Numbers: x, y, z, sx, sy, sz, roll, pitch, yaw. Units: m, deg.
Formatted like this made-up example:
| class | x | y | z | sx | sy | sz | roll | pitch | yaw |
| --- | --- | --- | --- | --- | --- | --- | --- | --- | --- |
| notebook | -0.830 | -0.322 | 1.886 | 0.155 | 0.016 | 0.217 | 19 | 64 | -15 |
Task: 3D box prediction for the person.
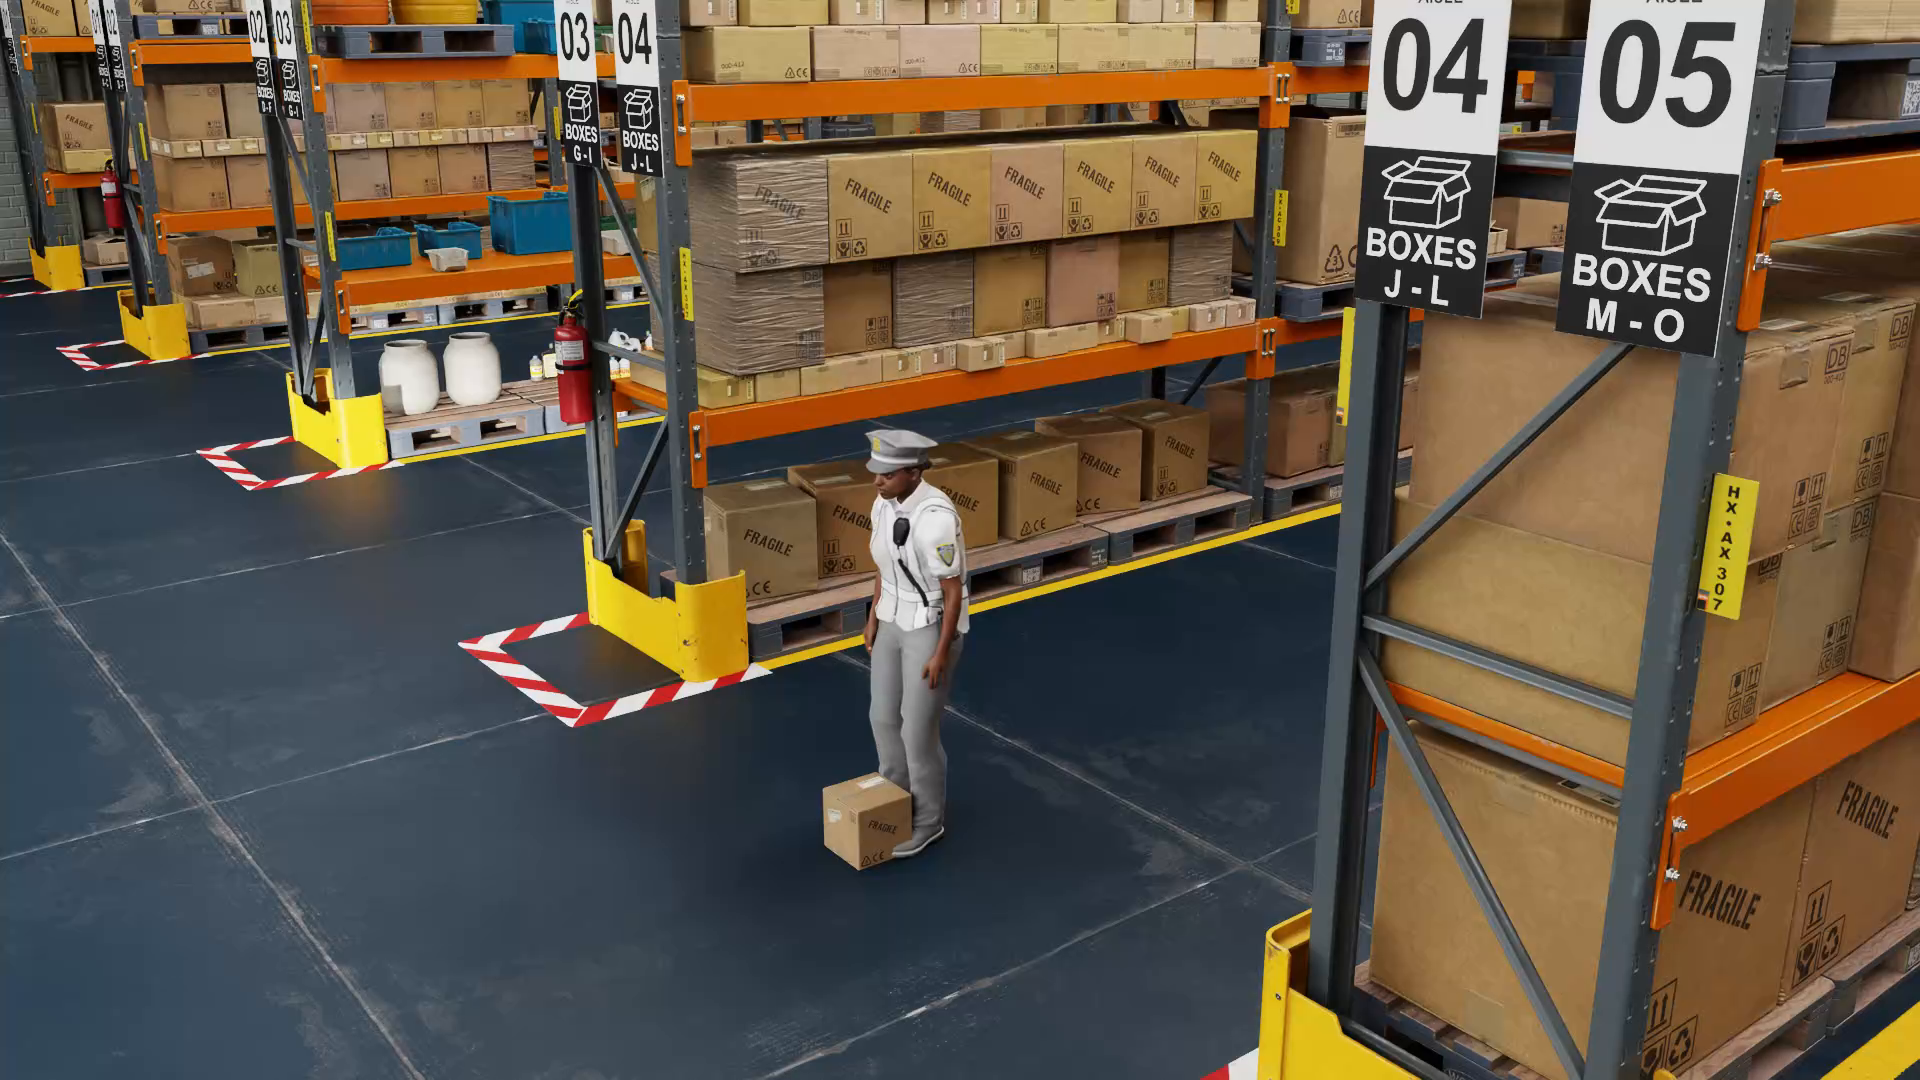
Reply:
| class | x | y | z | sx | sy | sz | roll | pitch | yaw |
| --- | --- | --- | --- | --- | --- | --- | --- | --- | --- |
| person | -0.195 | 0.373 | 6.391 | 0.415 | 1.660 | 0.505 | -13 | 22 | -36 |
